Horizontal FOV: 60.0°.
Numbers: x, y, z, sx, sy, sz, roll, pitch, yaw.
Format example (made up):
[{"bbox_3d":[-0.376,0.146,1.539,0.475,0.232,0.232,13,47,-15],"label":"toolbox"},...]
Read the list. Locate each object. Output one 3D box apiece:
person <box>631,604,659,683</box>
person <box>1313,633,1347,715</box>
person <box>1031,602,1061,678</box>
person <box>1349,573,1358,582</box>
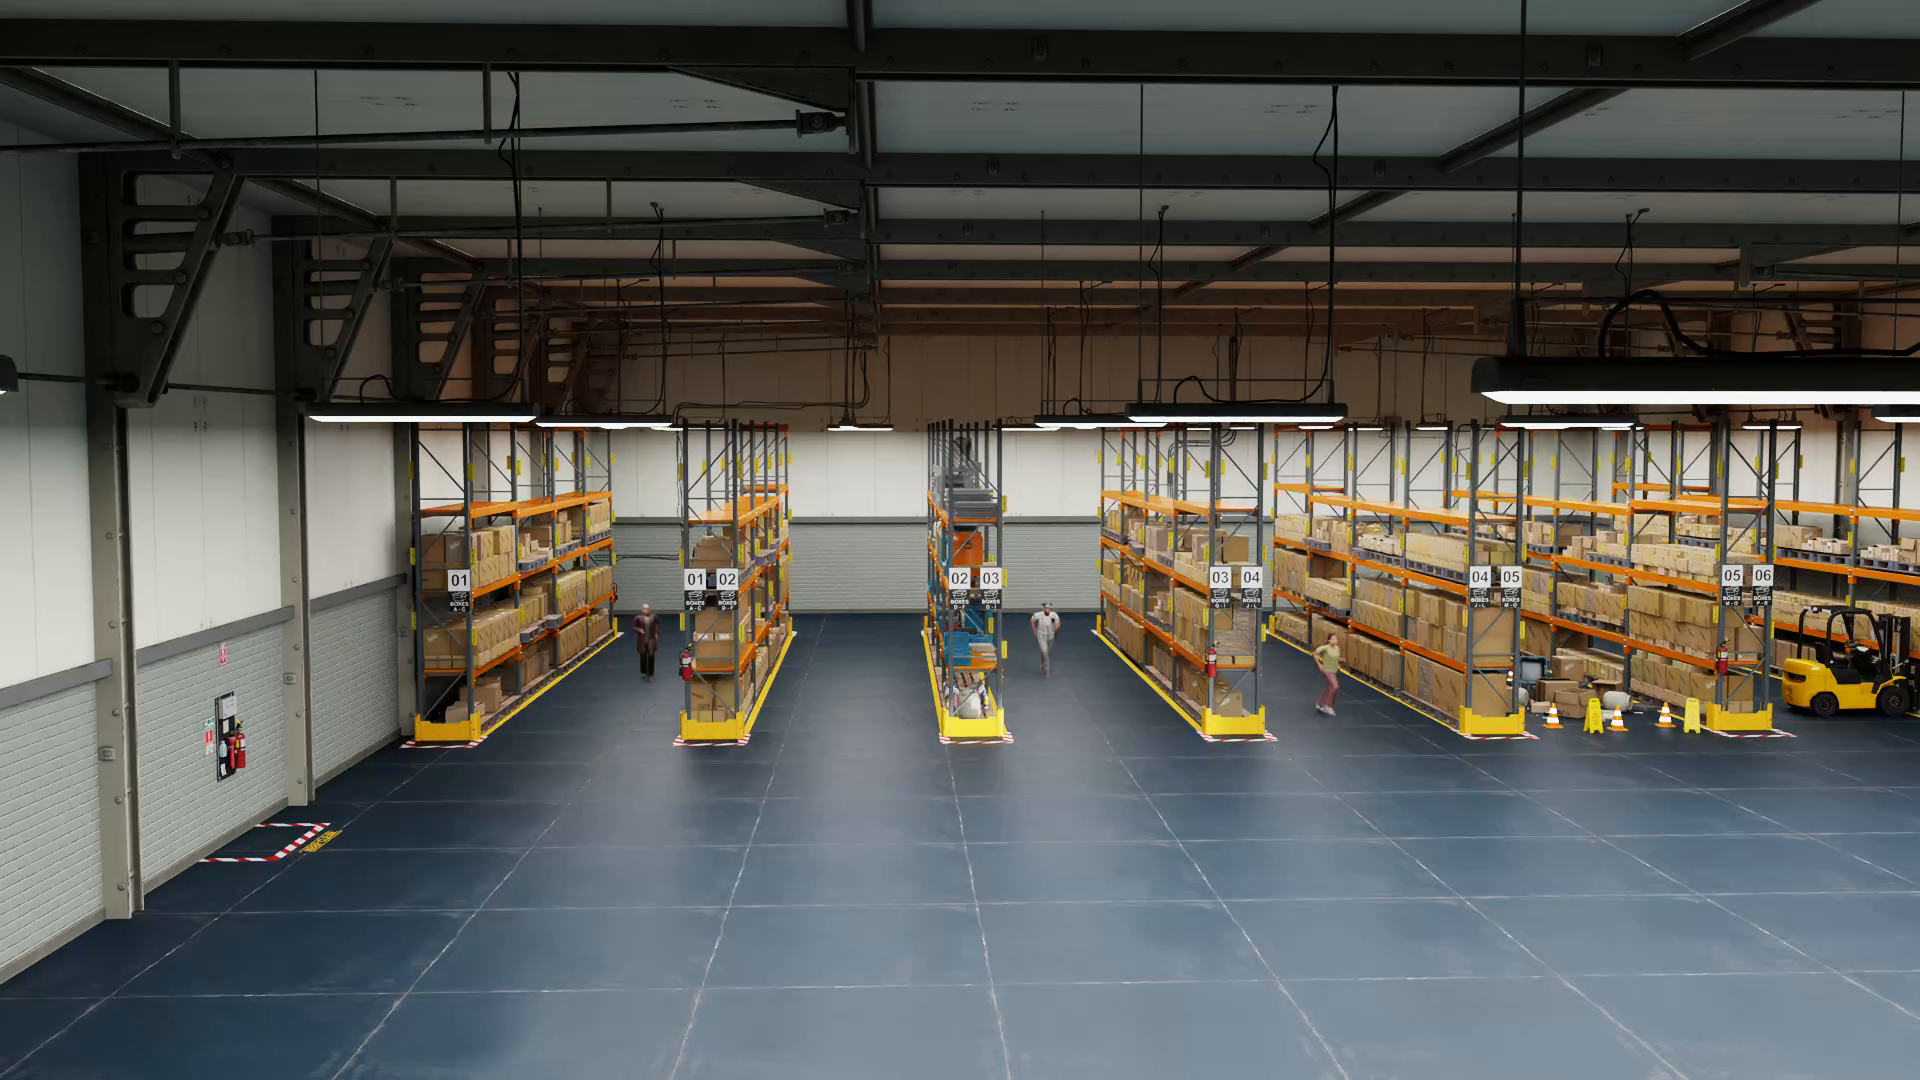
[{"bbox_3d":[-7.262,2.383,38.425,0.640,1.835,0.907,-1,4,-11],"label":"person"},{"bbox_3d":[7.535,2.732,33.913,0.579,1.695,0.741,-2,4,-33],"label":"person"},{"bbox_3d":[2.028,2.339,39.468,0.662,1.787,1.088,-1,4,-14],"label":"person"},{"bbox_3d":[11.634,1.745,49.288,0.565,1.668,0.604,0,4,4],"label":"person"}]
